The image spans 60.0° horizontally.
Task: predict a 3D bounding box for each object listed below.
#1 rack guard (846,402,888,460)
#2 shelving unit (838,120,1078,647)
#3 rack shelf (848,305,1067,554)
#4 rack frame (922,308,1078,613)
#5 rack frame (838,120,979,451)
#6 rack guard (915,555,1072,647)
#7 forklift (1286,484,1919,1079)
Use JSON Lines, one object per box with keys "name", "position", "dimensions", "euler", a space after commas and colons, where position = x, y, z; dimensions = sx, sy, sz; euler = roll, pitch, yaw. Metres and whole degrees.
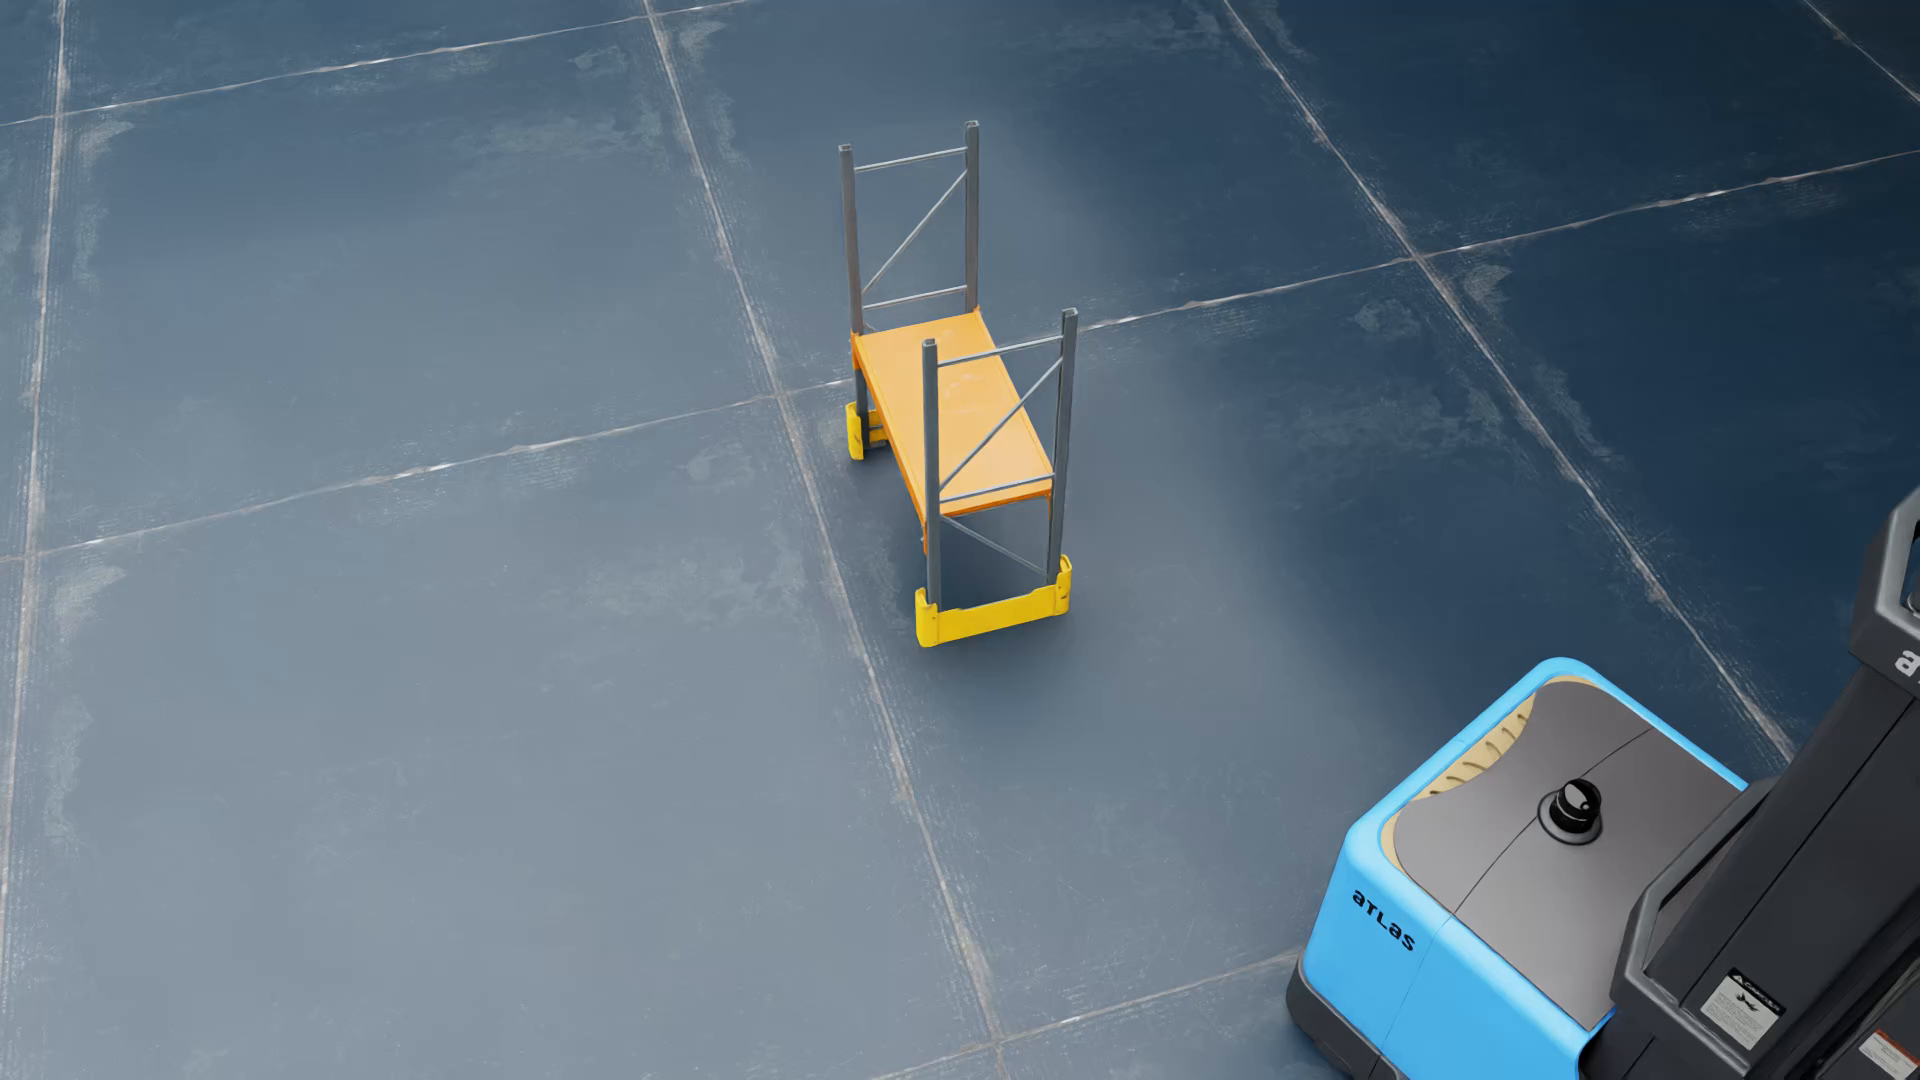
{"name": "rack guard", "position": [-0.170, -0.500, 6.798], "dimensions": [0.587, 0.250, 0.087], "euler": [-13, 51, -11]}
{"name": "shelving unit", "position": [-0.023, -0.539, 6.013], "dimensions": [0.587, 1.500, 1.083], "euler": [-13, 51, -11]}
{"name": "rack shelf", "position": [-0.025, -0.430, 6.156], "dimensions": [0.538, 0.185, 1.000], "euler": [-13, 51, -11]}
{"name": "rack frame", "position": [0.125, -0.174, 5.706], "dimensions": [0.500, 1.500, 0.032], "euler": [-13, 51, -11]}
{"name": "rack frame", "position": [-0.176, -0.917, 6.332], "dimensions": [0.500, 1.500, 0.032], "euler": [-13, 51, -11]}
{"name": "rack guard", "position": [0.125, 0.227, 6.184], "dimensions": [0.587, 0.250, 0.087], "euler": [-13, 51, -11]}
{"name": "forklift", "position": [2.364, 1.162, 3.643], "dimensions": [1.130, 2.935, 3.031], "euler": [-33, 57, -25]}
